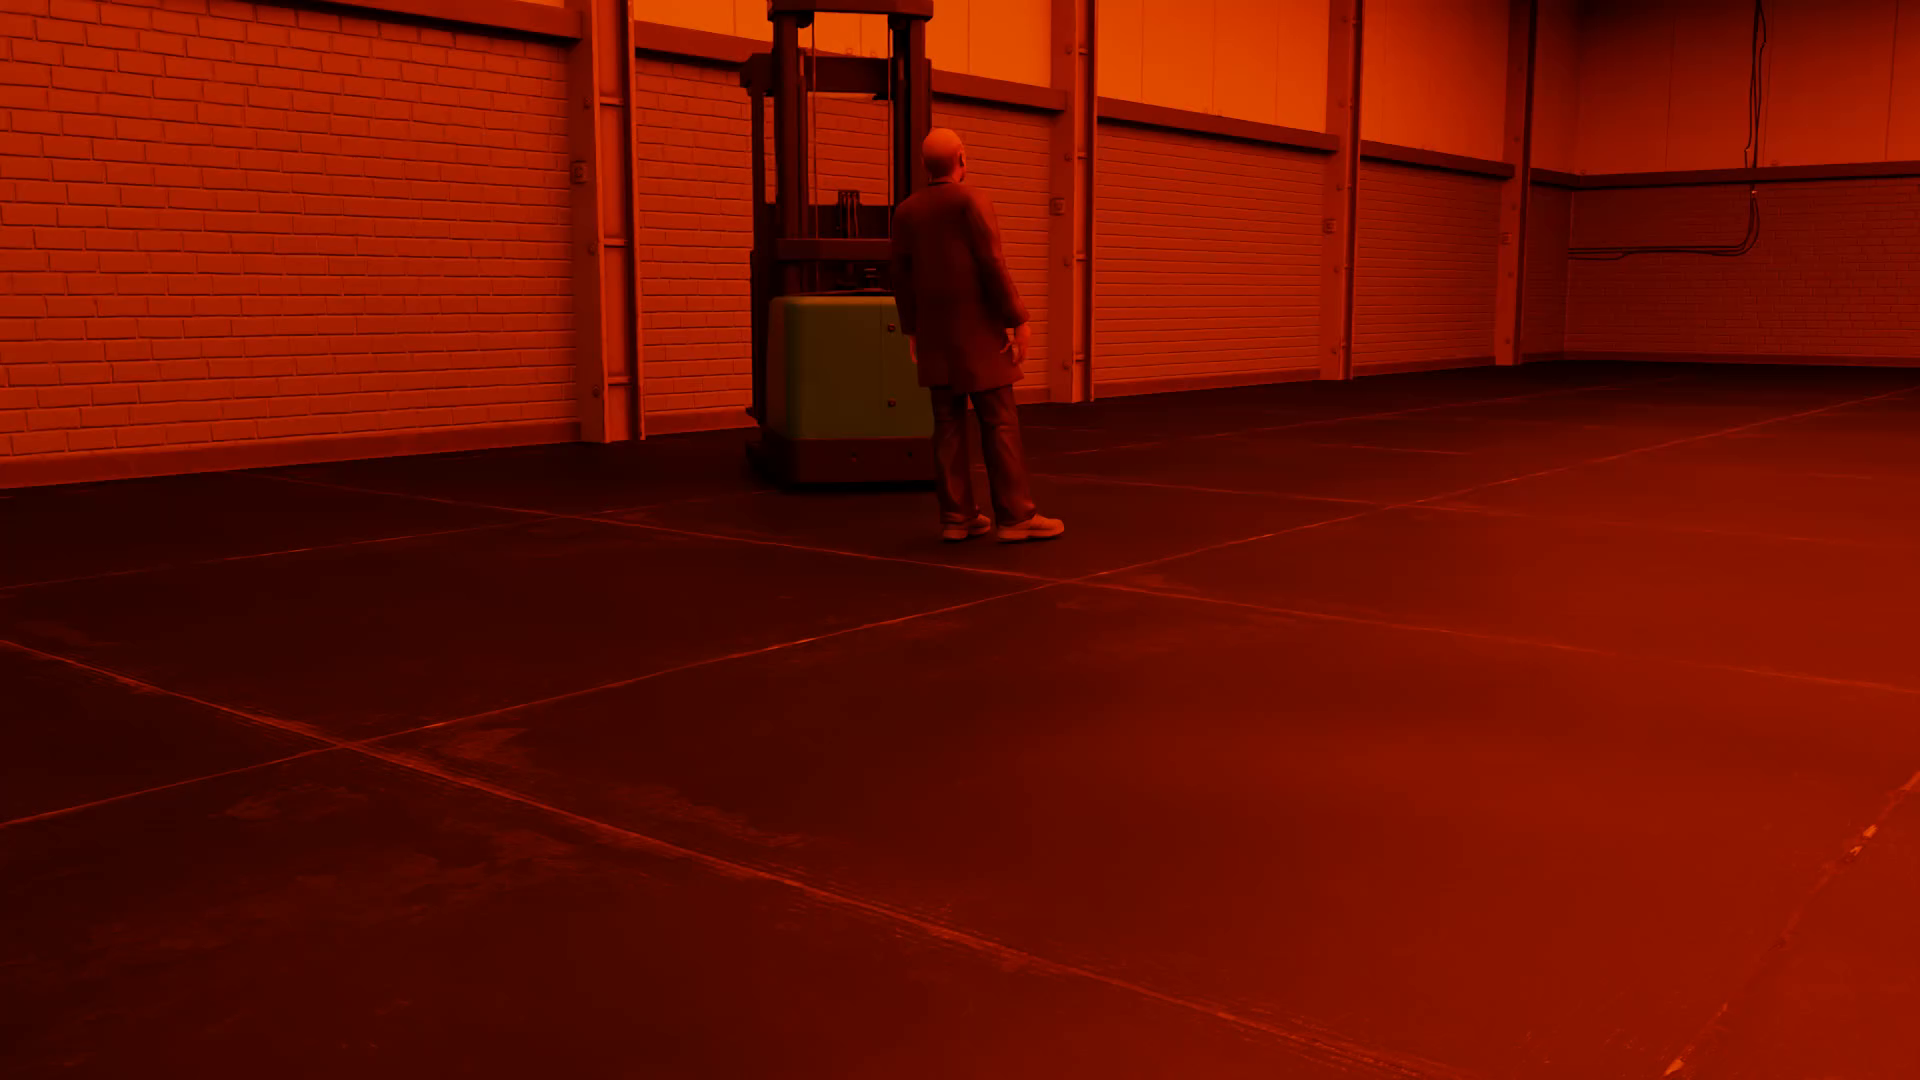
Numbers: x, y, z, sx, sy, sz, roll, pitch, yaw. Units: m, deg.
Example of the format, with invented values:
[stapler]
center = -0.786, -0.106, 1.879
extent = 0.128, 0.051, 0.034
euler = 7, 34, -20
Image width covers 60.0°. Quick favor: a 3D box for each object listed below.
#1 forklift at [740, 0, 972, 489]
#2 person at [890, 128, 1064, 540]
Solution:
[forklift]
center = -0.767, -1.914, 10.361
extent = 1.130, 2.935, 3.031
euler = -2, 9, -13
[person]
center = 0.061, -0.897, 7.344
extent = 0.698, 1.777, 0.579
euler = 7, 11, 38
